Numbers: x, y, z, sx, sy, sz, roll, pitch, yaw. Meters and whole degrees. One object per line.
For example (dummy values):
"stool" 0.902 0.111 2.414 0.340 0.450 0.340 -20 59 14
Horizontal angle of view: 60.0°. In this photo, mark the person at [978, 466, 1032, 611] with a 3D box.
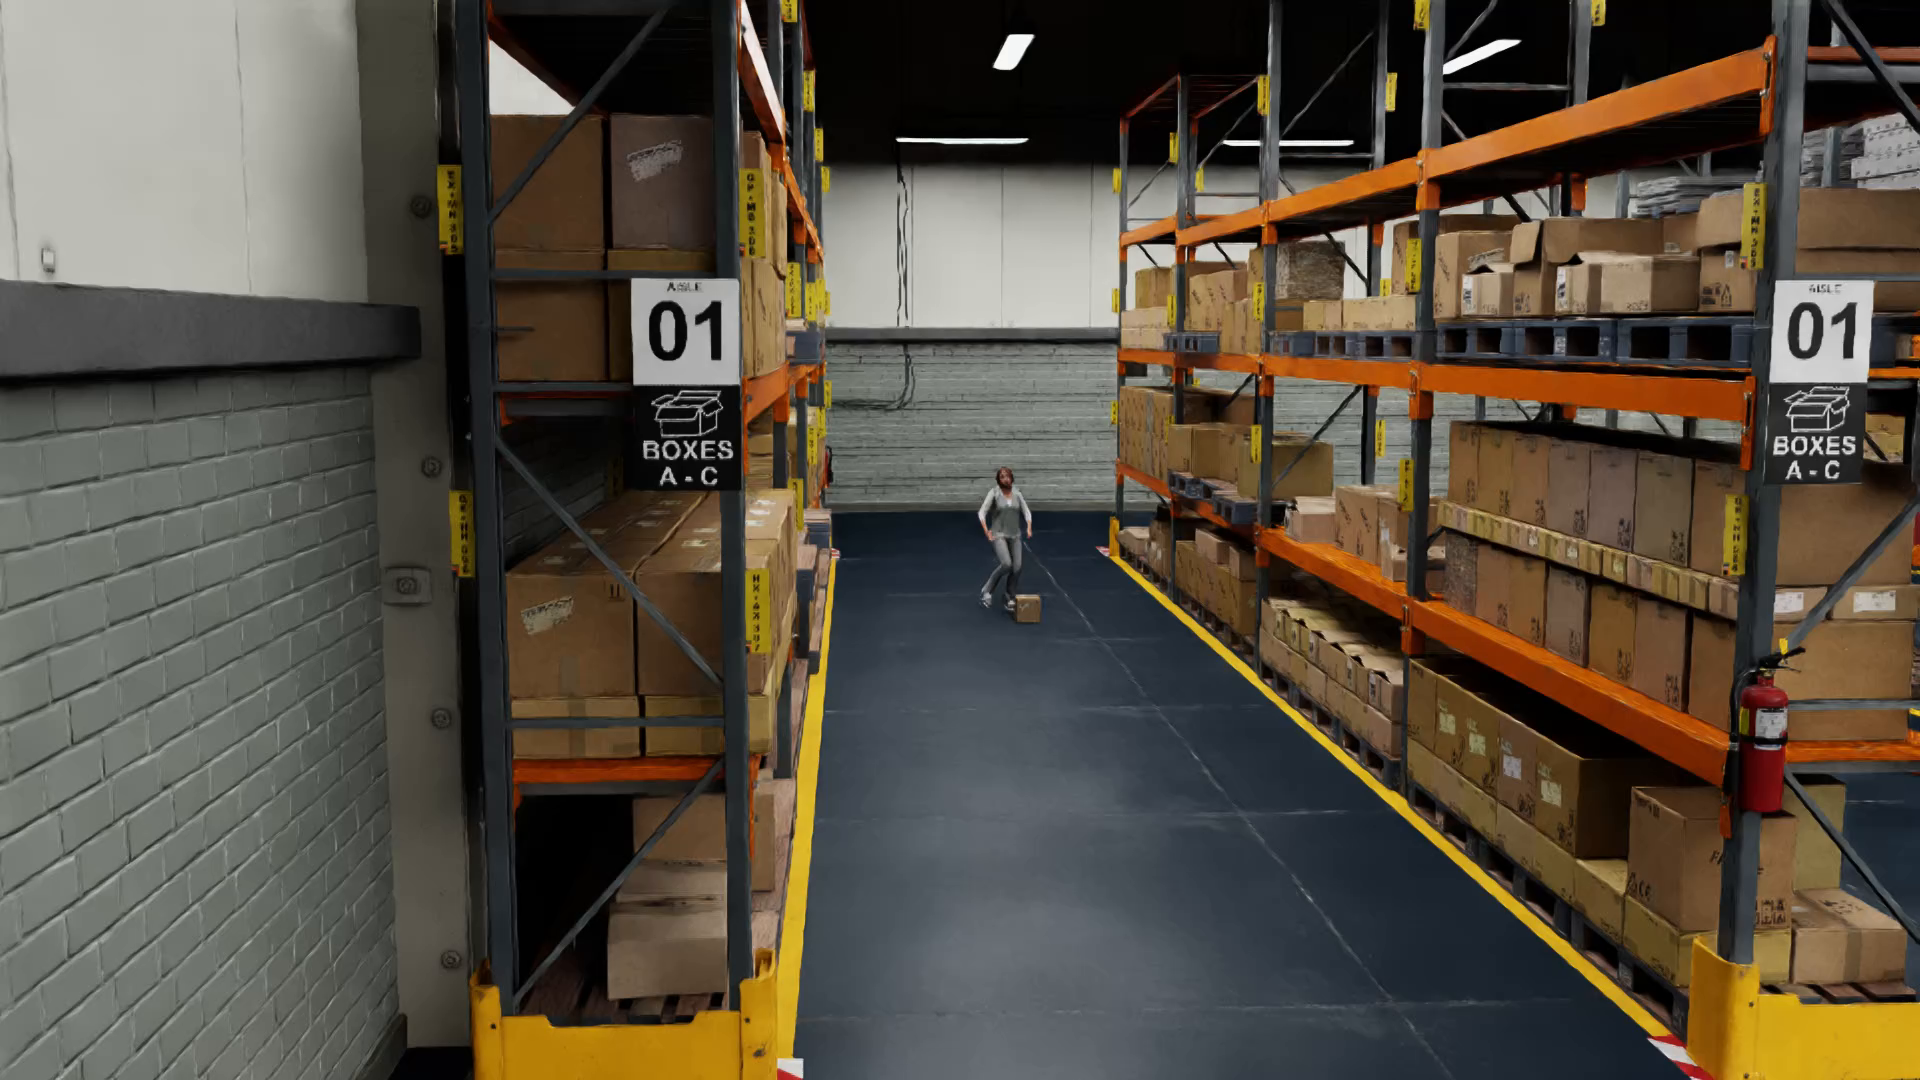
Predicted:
"person" 0.535 -0.013 18.044 0.585 1.567 0.439 -4 8 -27
